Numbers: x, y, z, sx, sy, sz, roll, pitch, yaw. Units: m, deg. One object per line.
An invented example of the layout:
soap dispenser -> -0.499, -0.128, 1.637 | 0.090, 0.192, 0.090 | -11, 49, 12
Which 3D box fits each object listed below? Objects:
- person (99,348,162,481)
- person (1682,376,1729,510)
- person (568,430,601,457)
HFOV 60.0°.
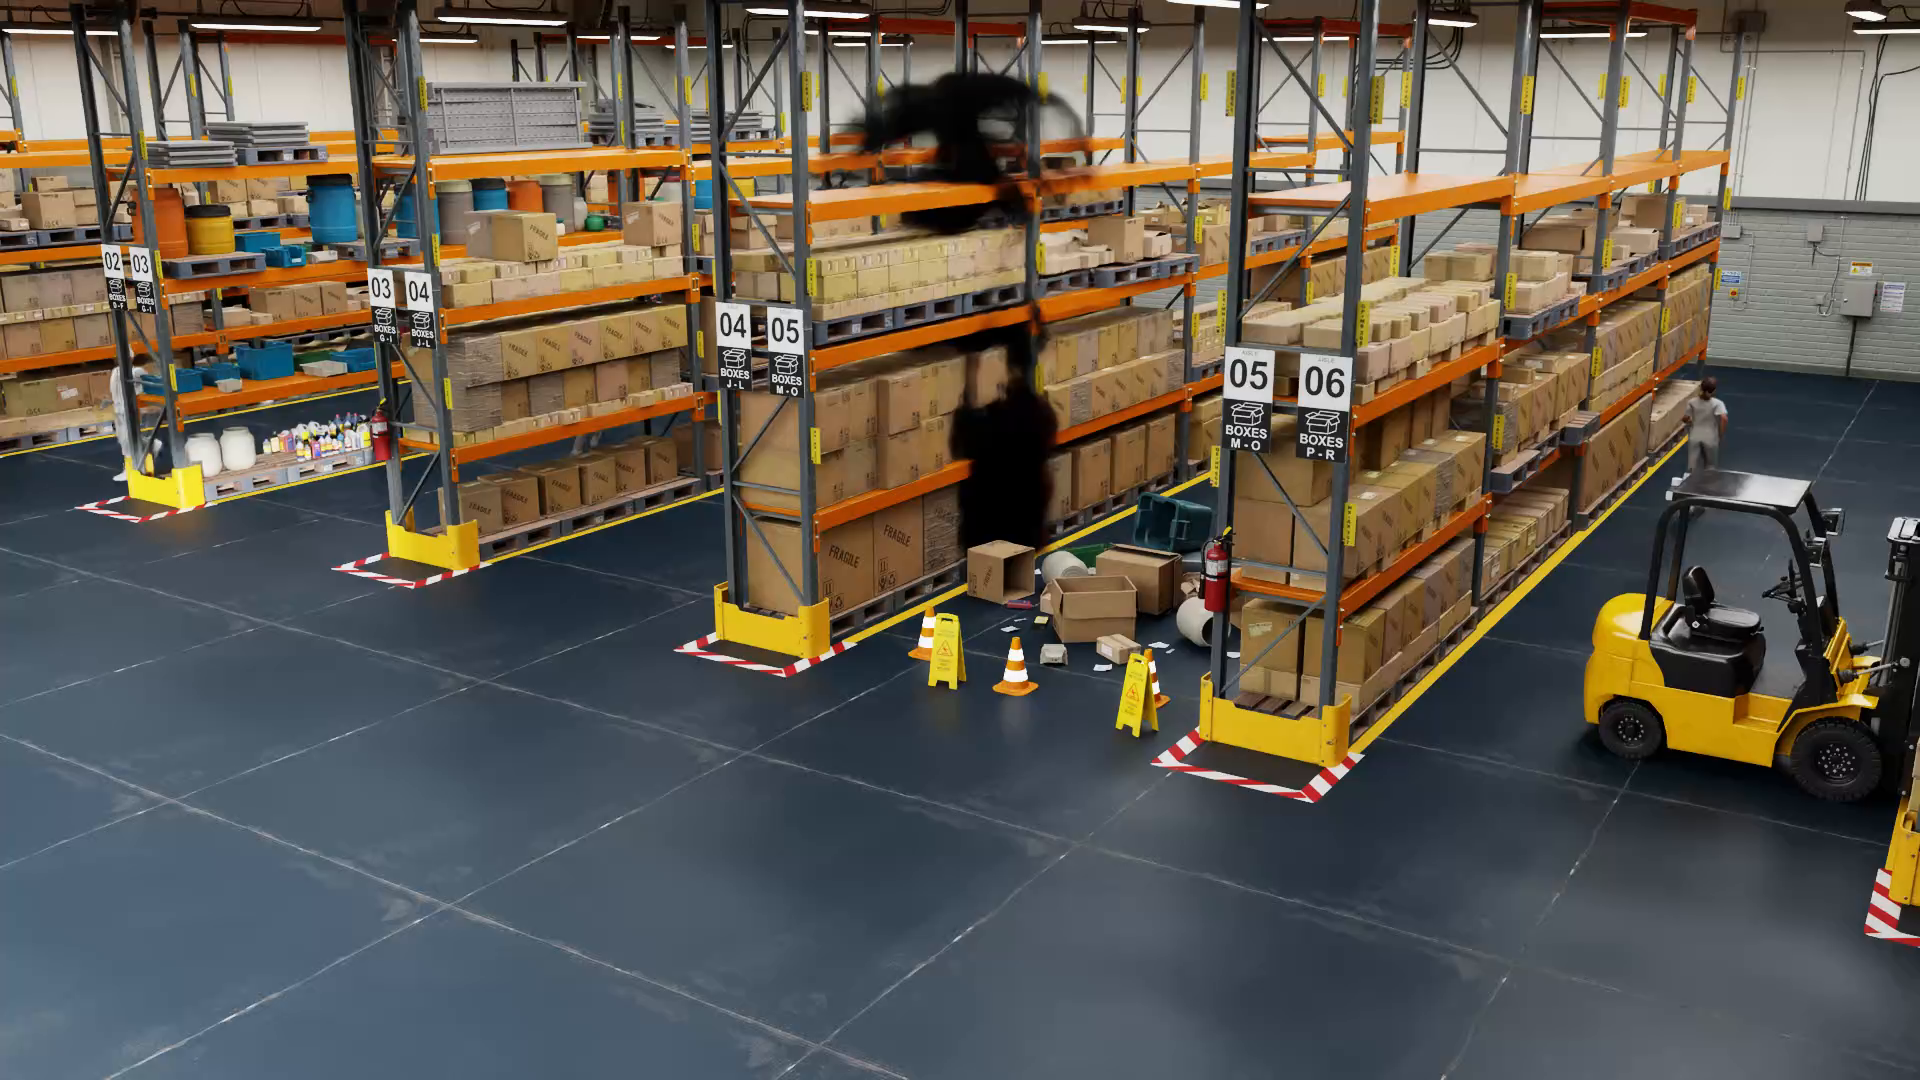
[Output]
person -> -10.981, -1.706, 22.104 | 0.697, 1.749, 0.807 | 7, 17, 24
person -> 9.037, -1.142, 20.231 | 0.548, 1.726, 0.709 | 9, 18, 31
person -> -5.314, -2.059, 23.336 | 0.575, 1.696, 0.909 | 7, 17, 22
